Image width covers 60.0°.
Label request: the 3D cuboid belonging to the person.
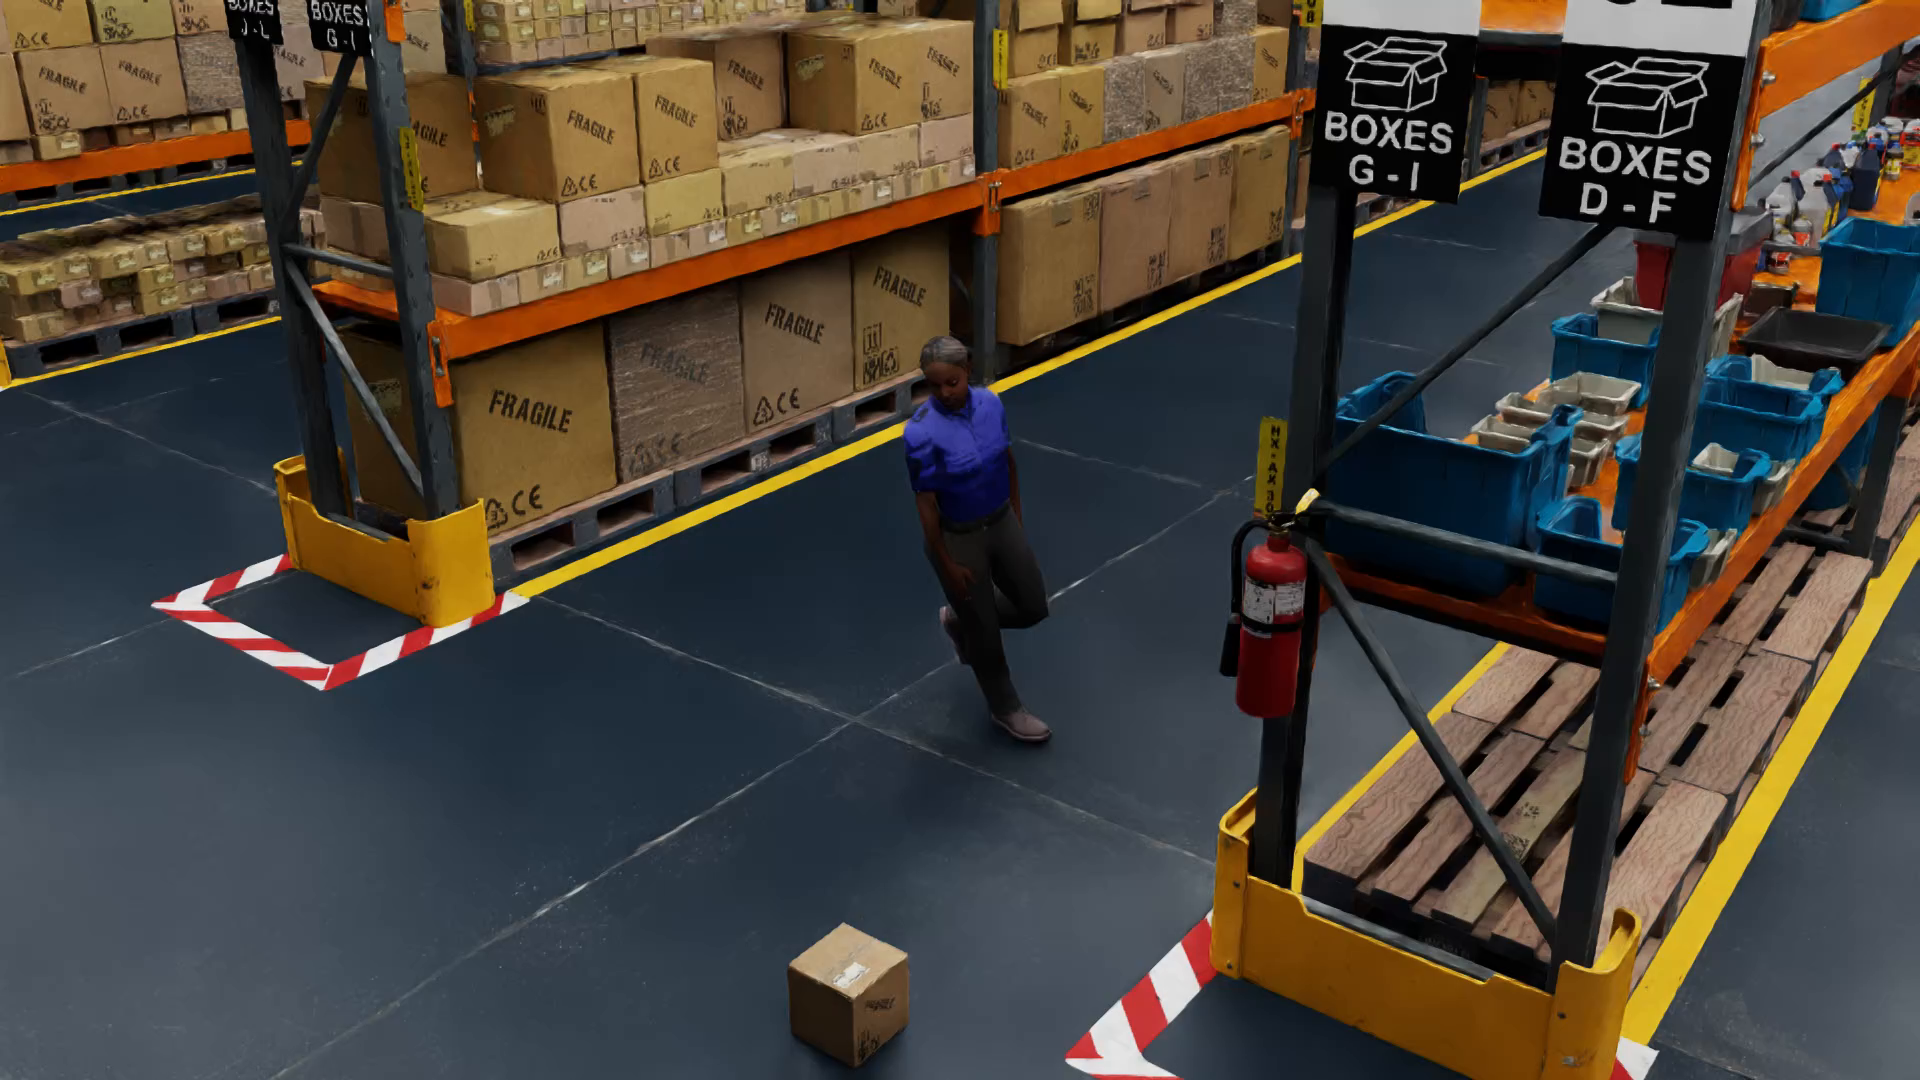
[{"bbox_3d":[0.023,-0.013,6.146,0.563,1.614,0.614,-21,31,-39],"label":"person"}]
